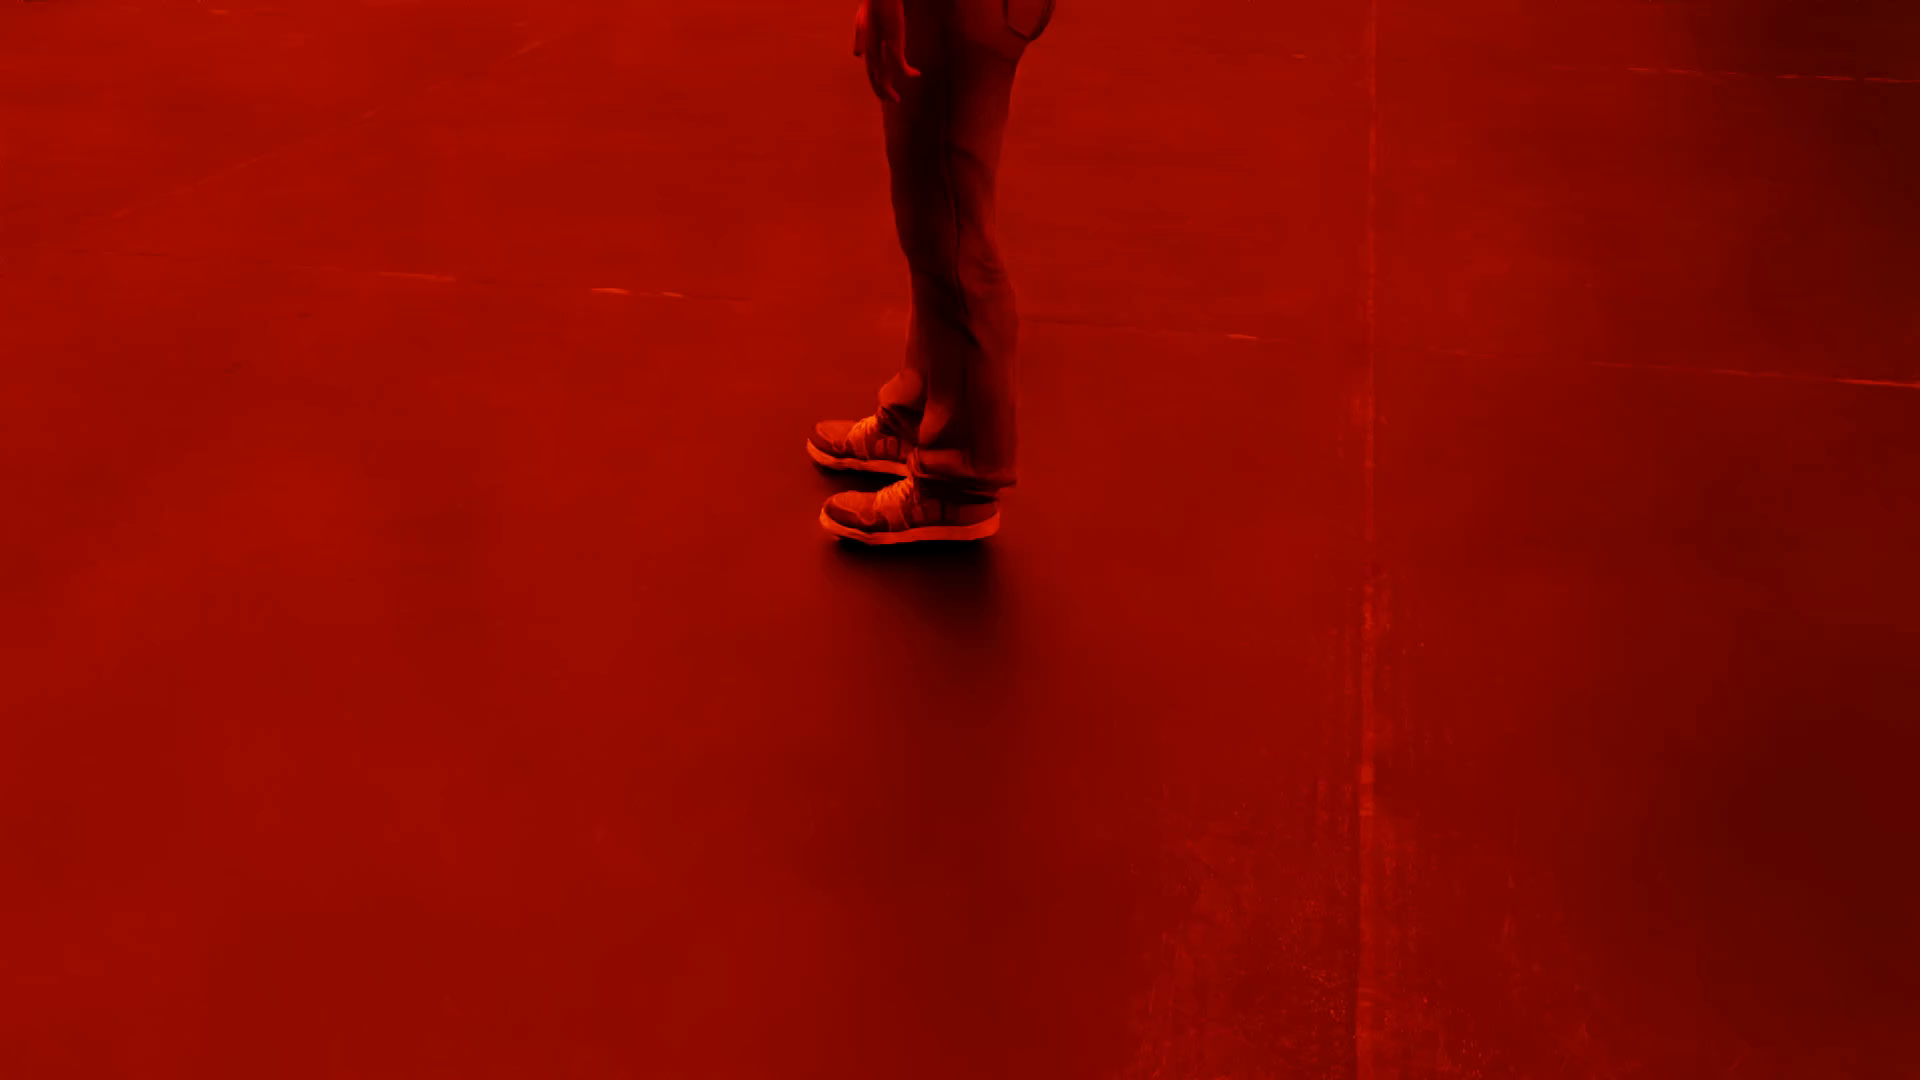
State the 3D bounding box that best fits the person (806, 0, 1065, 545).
[{"bbox_3d":[-0.069,-0.733,2.164,0.474,1.597,0.521,6,27,11],"label":"person"}]
